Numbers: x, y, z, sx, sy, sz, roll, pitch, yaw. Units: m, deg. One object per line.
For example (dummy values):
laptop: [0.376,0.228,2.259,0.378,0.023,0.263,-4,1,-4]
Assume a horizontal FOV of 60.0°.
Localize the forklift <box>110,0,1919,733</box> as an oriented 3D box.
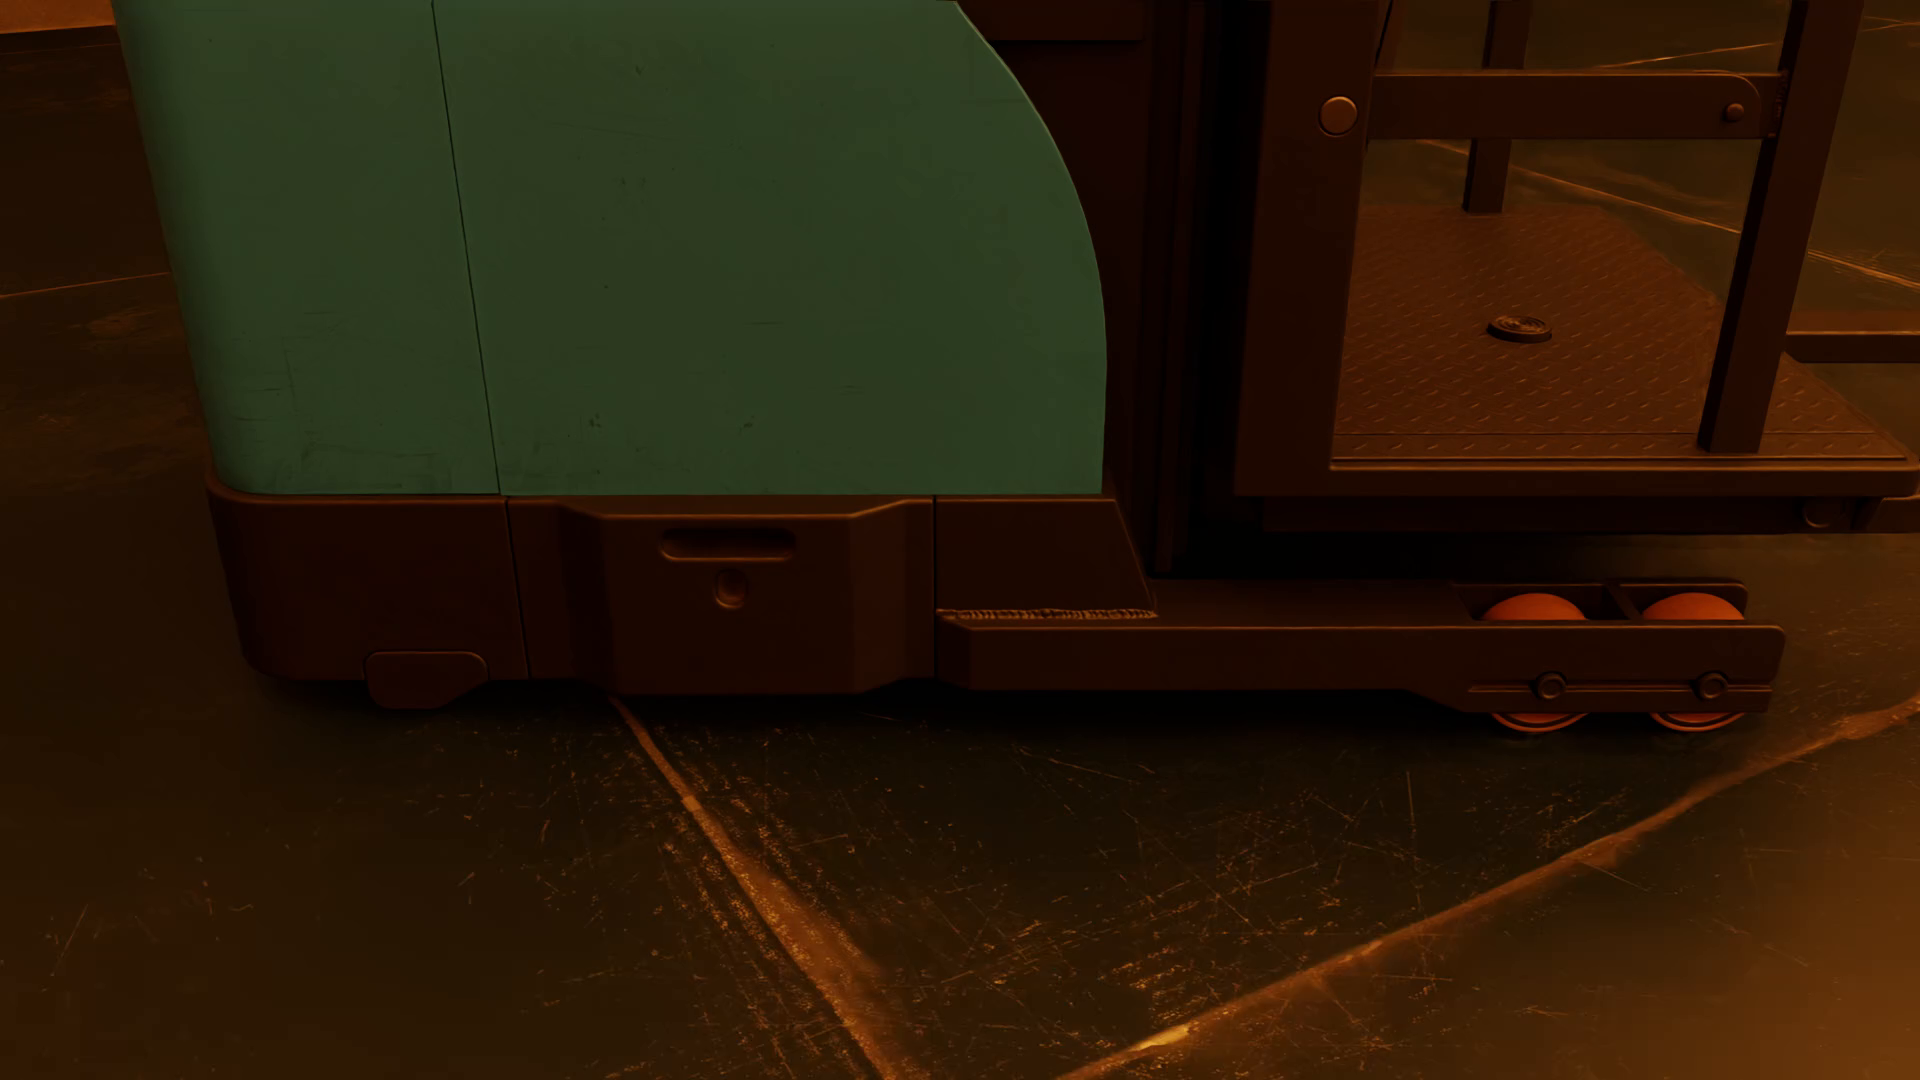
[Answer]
forklift: [0.614,-1.313,1.849,3.031,2.935,1.130,0,27,0]
